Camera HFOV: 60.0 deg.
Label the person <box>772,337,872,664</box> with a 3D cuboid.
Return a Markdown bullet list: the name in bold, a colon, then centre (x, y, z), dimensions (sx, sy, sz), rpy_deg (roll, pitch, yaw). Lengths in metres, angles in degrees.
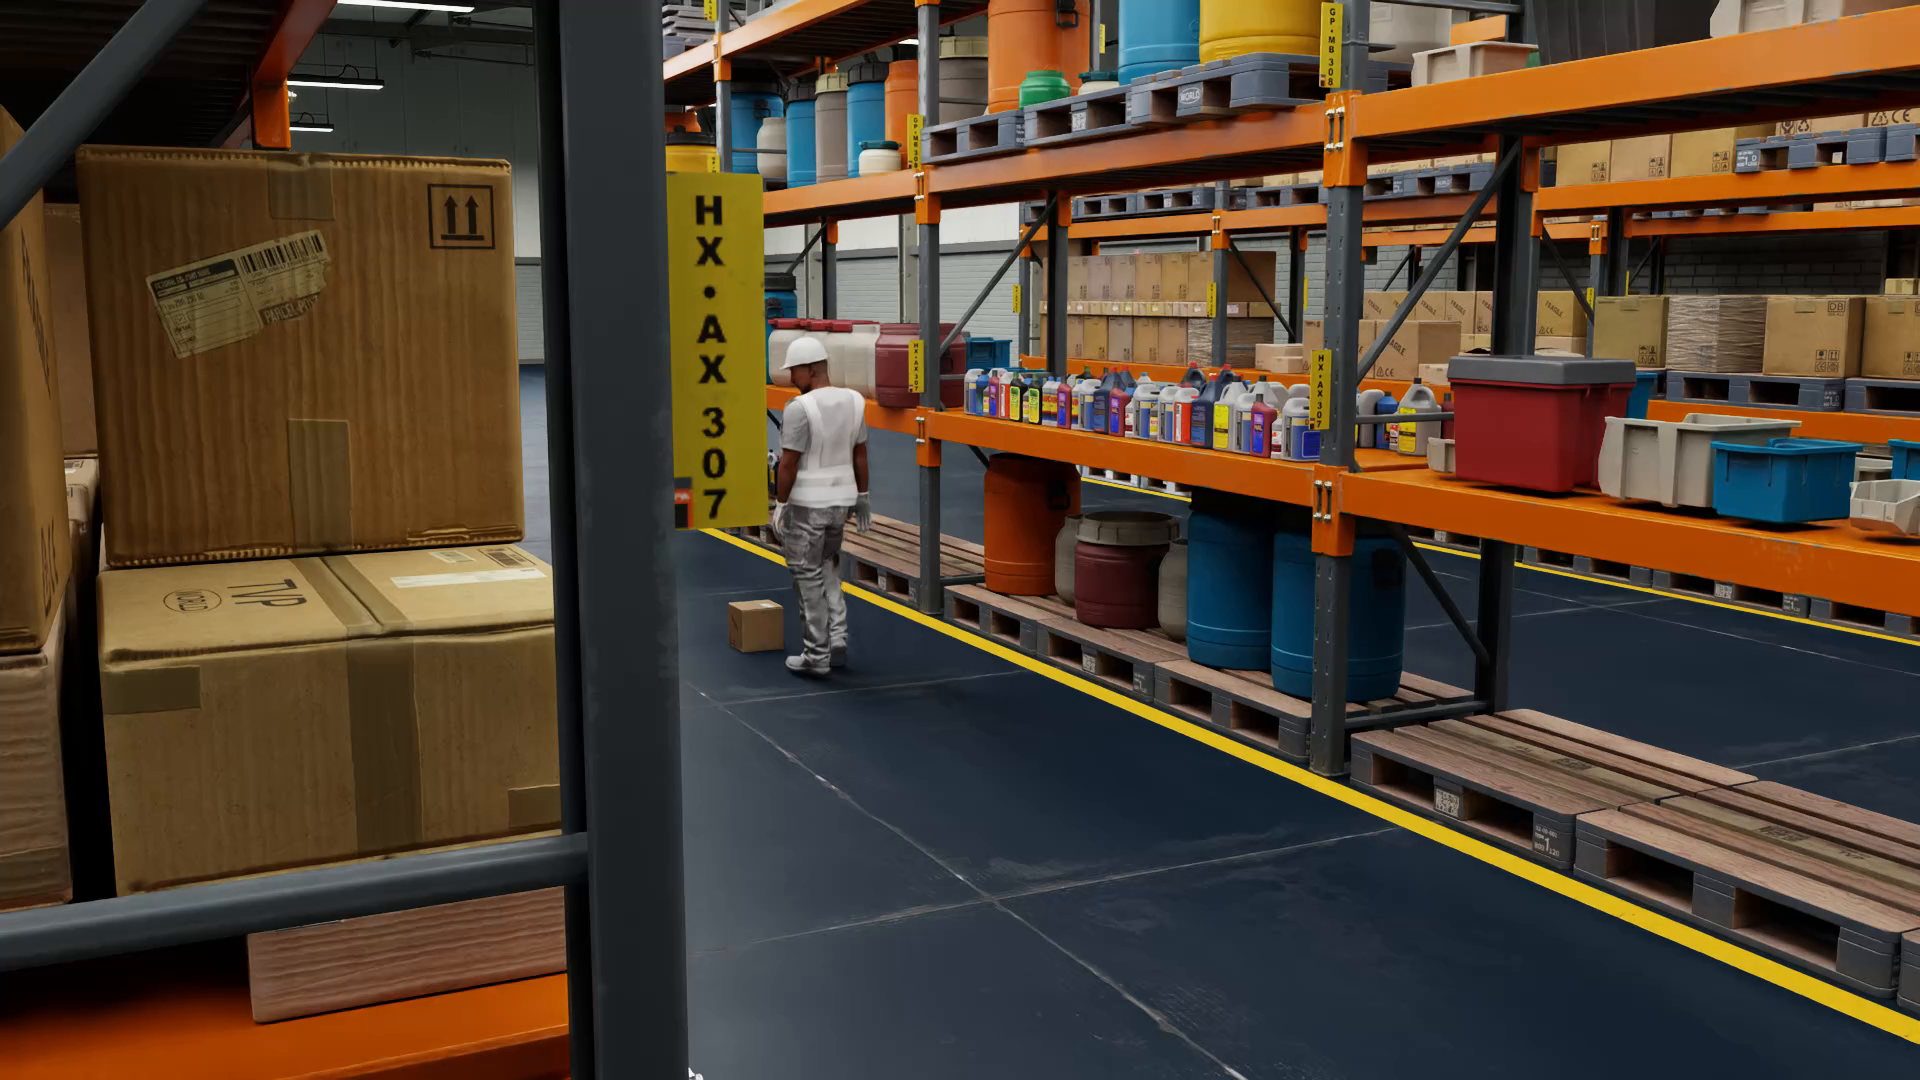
- **person**: centre (-0.778, -0.216, 8.847), dimensions (0.423, 1.716, 0.593), rpy_deg (7, 11, 40)
